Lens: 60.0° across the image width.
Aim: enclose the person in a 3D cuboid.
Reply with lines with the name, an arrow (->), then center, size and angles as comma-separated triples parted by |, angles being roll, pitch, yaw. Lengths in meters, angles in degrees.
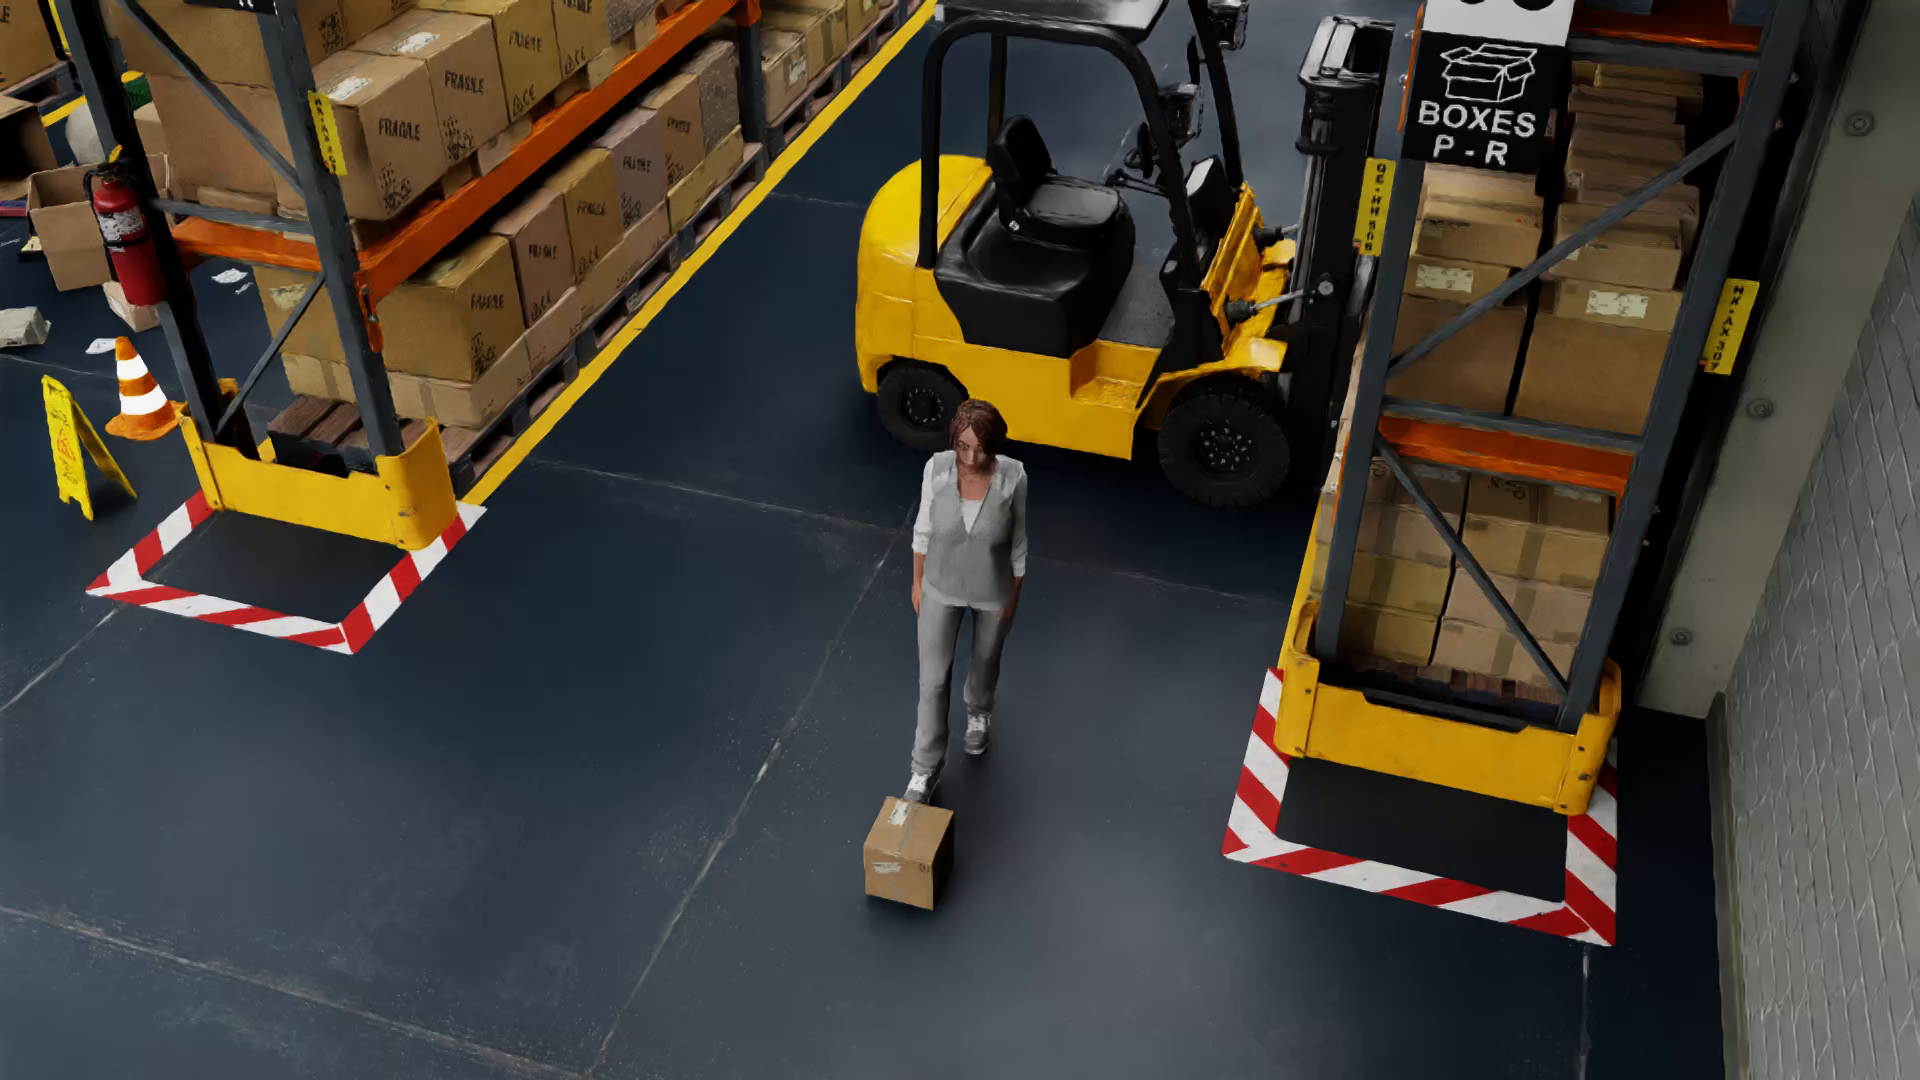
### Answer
person -> 0.016, 0.225, 5.853 | 0.435, 1.590, 0.644 | 2, 38, 2
